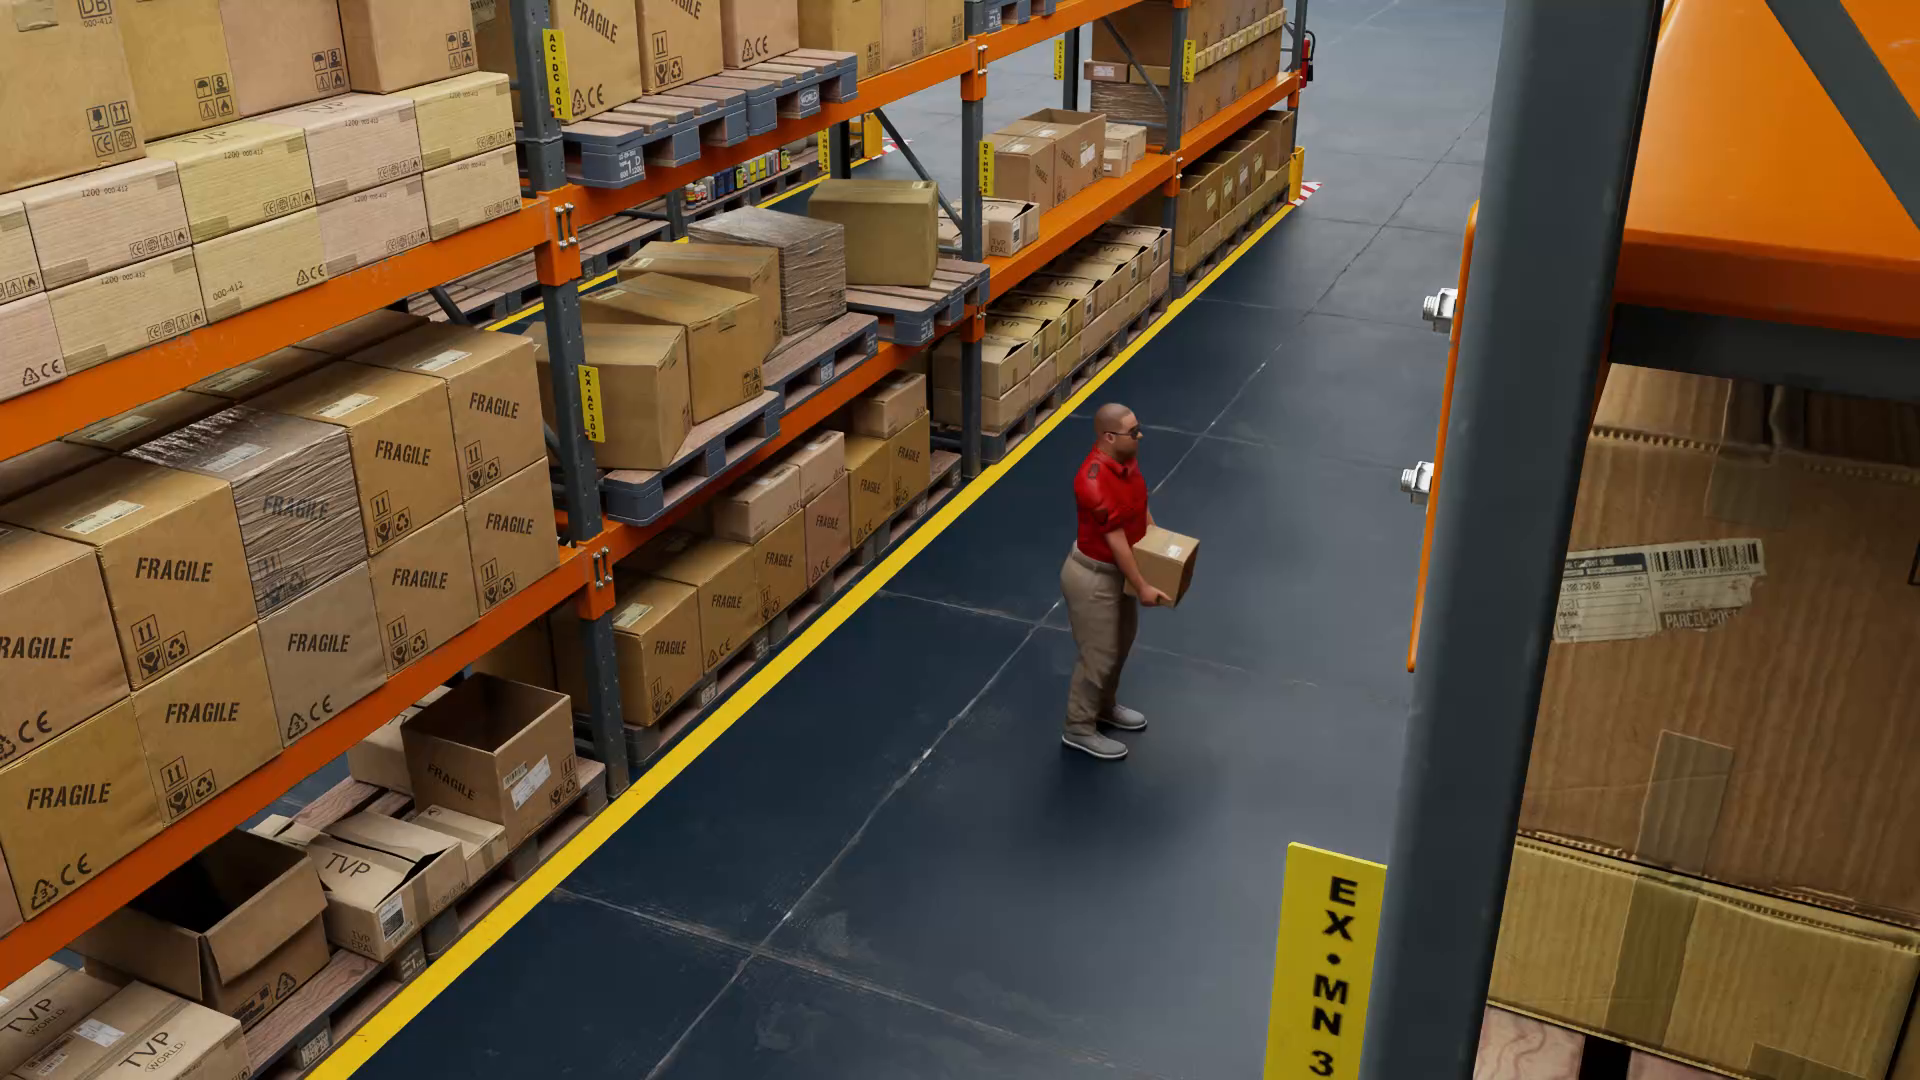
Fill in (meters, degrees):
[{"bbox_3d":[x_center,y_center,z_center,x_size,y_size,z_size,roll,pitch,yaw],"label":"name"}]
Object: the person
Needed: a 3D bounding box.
[{"bbox_3d":[0.776,0.189,7.755,0.526,1.726,0.490,11,28,21],"label":"person"}]
